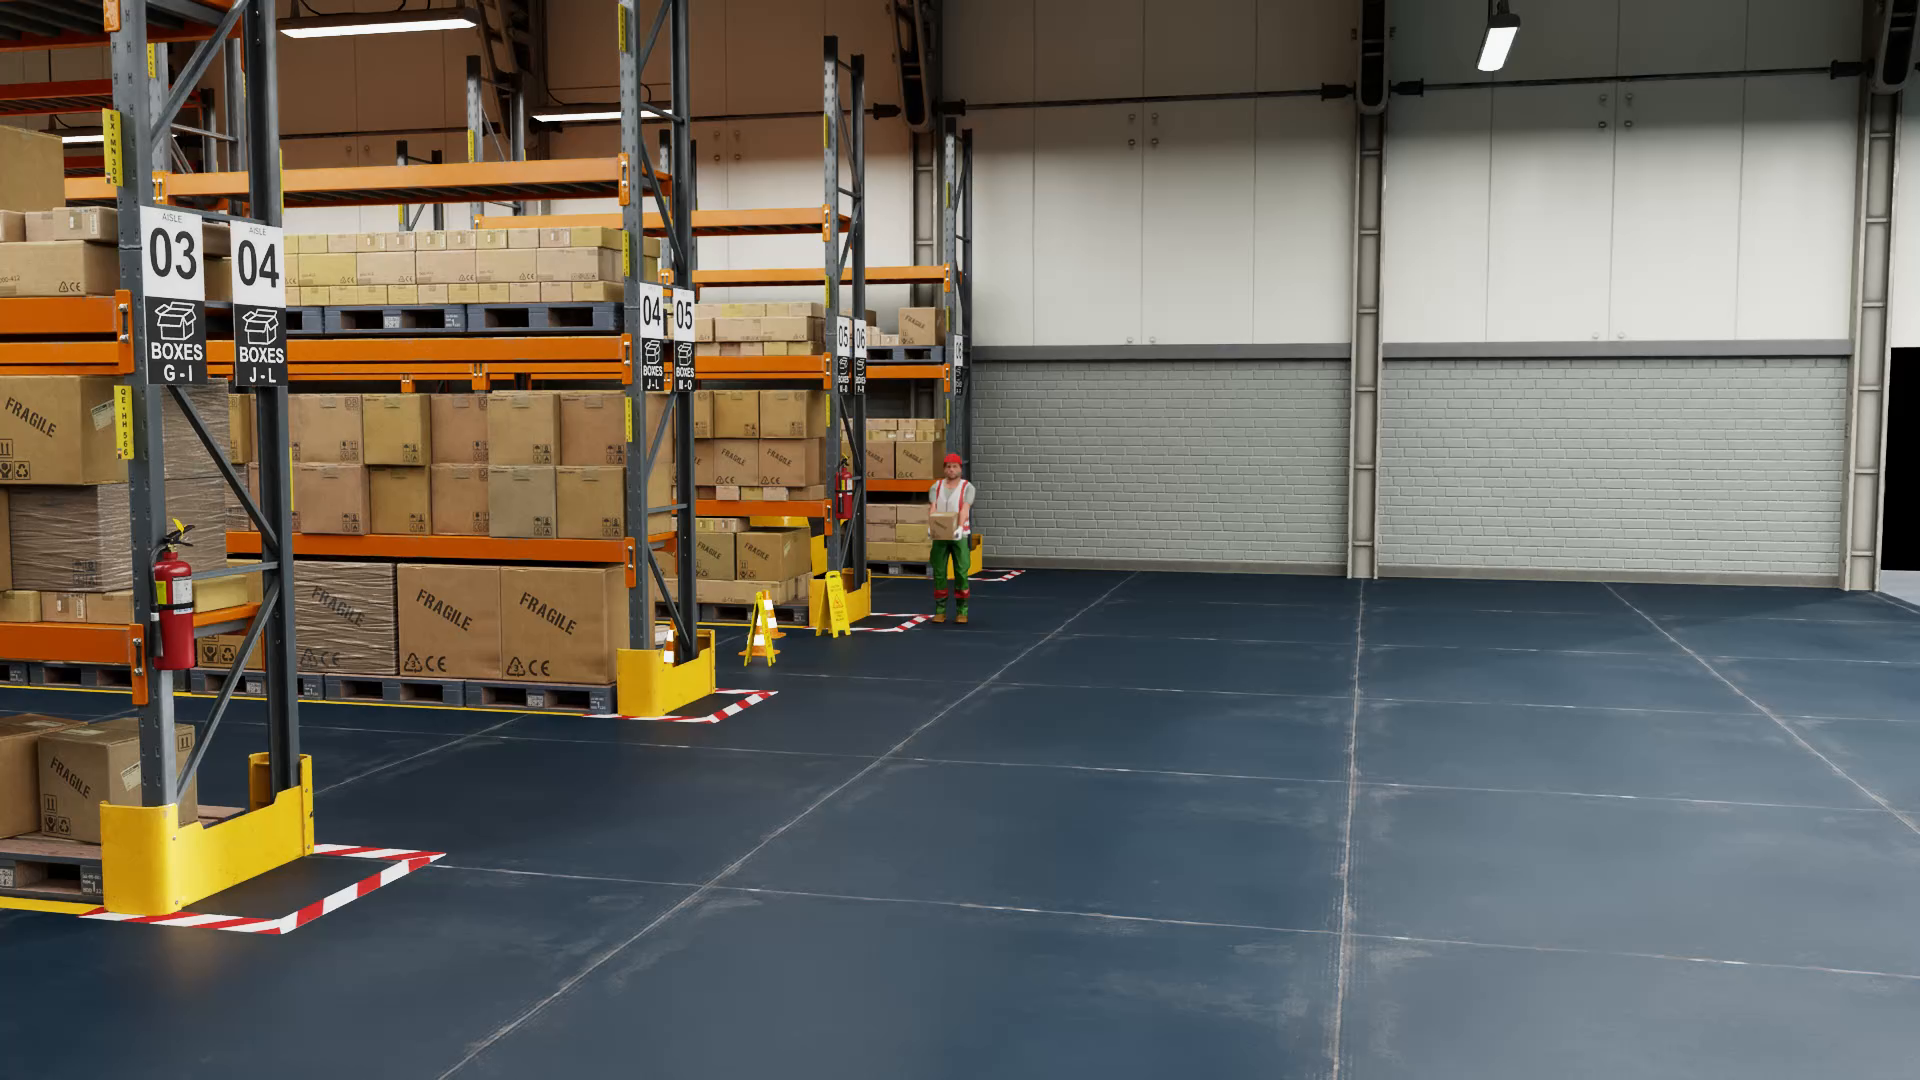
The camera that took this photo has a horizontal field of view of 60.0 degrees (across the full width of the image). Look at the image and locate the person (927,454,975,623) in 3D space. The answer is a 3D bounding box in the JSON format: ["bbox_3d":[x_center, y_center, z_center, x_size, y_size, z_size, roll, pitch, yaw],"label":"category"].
[{"bbox_3d":[-0.111,-0.013,17.480,0.495,1.786,0.559,1,5,14],"label":"person"}]
